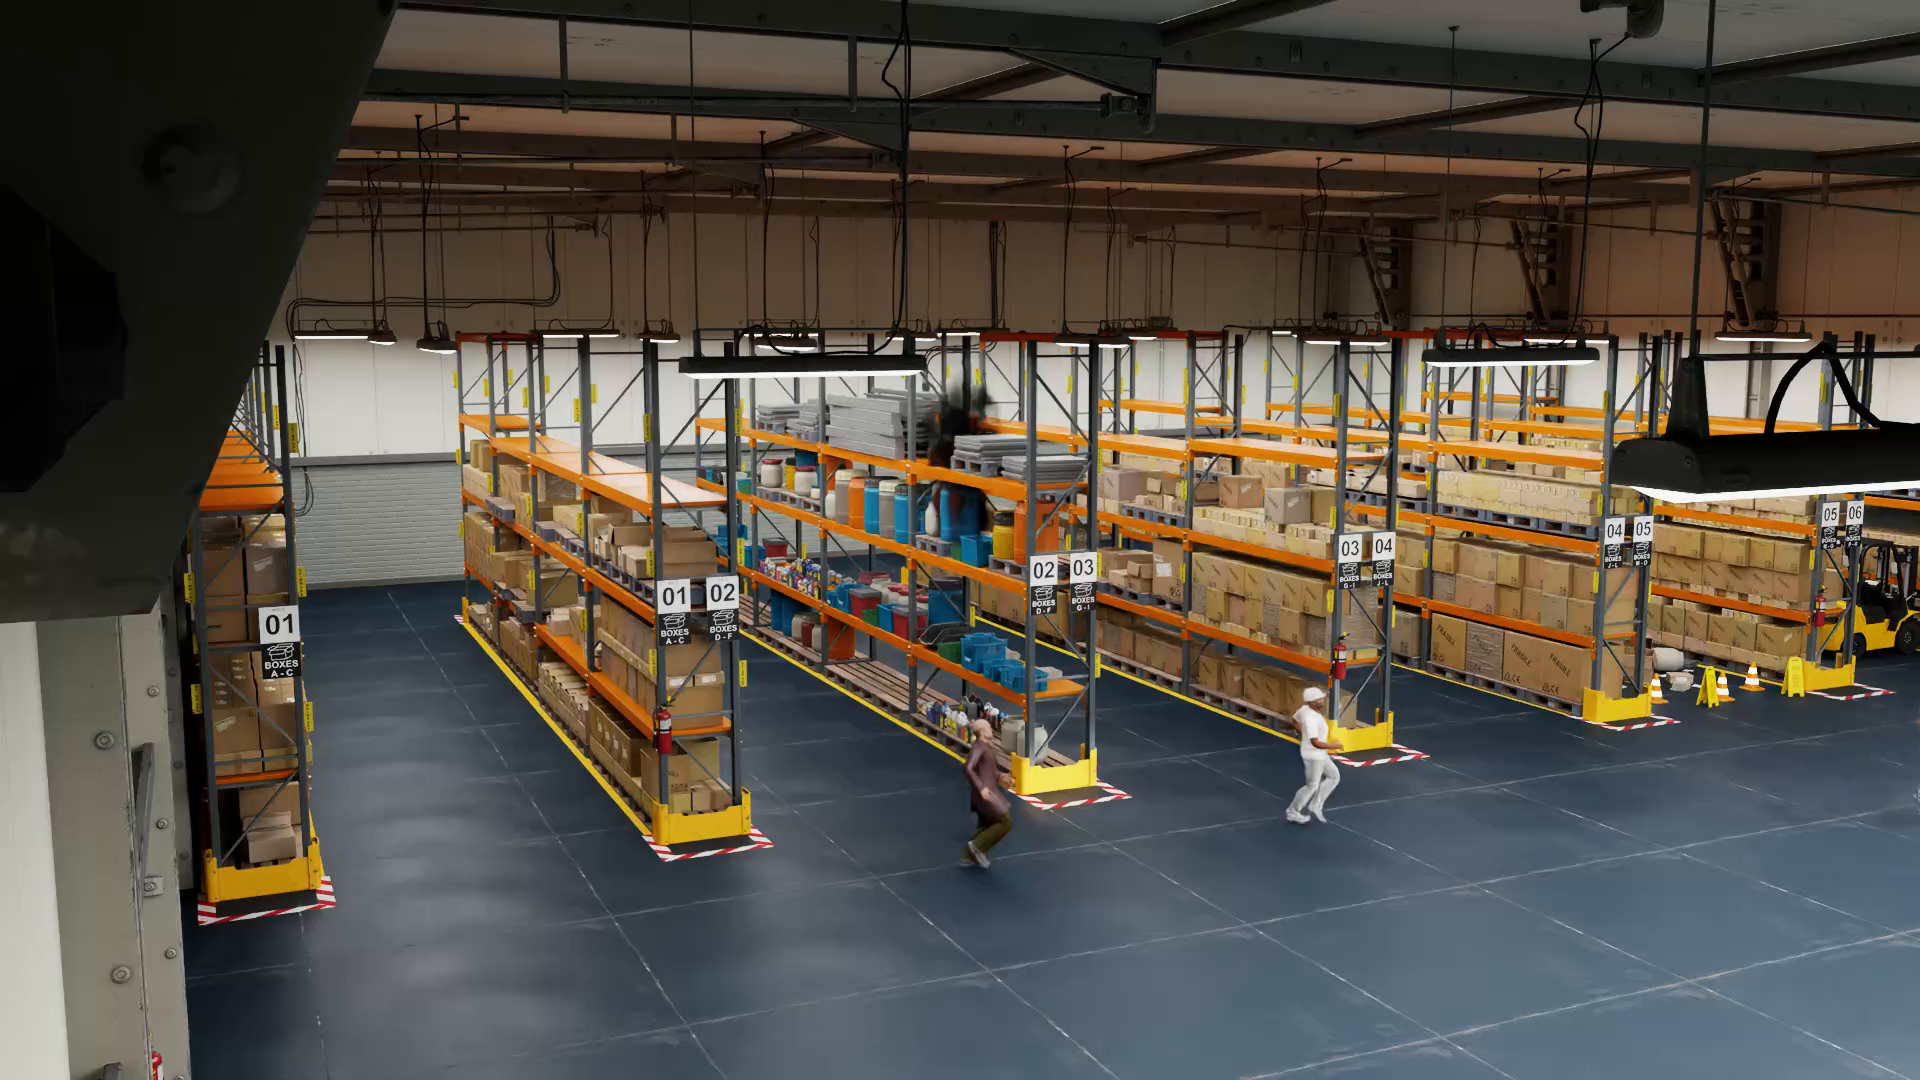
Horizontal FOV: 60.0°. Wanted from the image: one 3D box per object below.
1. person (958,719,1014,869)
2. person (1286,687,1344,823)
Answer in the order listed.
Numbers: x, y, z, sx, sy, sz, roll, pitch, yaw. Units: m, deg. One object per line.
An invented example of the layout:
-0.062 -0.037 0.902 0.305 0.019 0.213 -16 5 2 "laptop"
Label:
0.305 2.913 19.036 0.646 1.736 0.720 0 8 -2 "person"
4.435 2.690 20.758 0.690 1.759 0.710 1 8 10 "person"
